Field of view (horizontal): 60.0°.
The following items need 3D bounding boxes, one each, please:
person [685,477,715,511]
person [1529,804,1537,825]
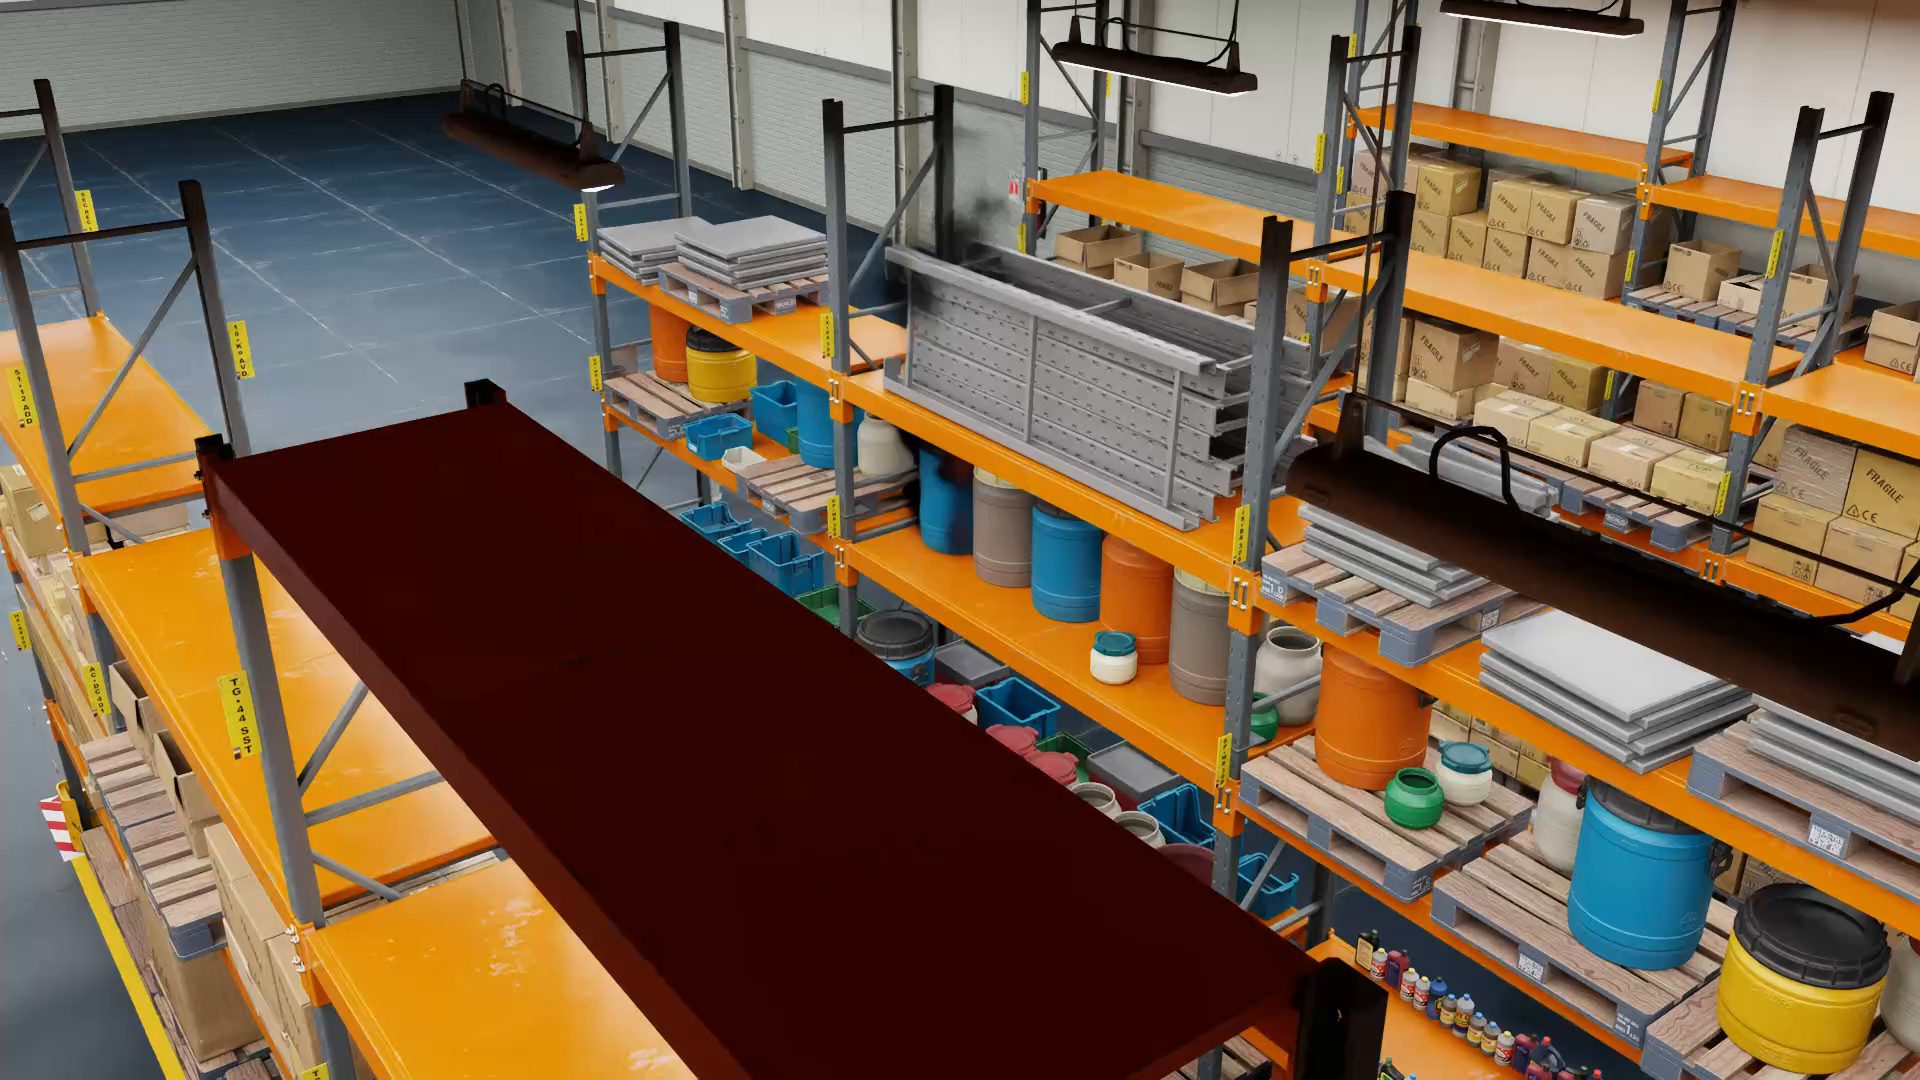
[{"bbox_3d":[-2.761,-1.238,19.547,1.040,1.797,0.726,-3,25,-6],"label":"person"},{"bbox_3d":[3.918,2.491,11.552,0.729,1.491,0.593,20,31,36],"label":"person"}]
